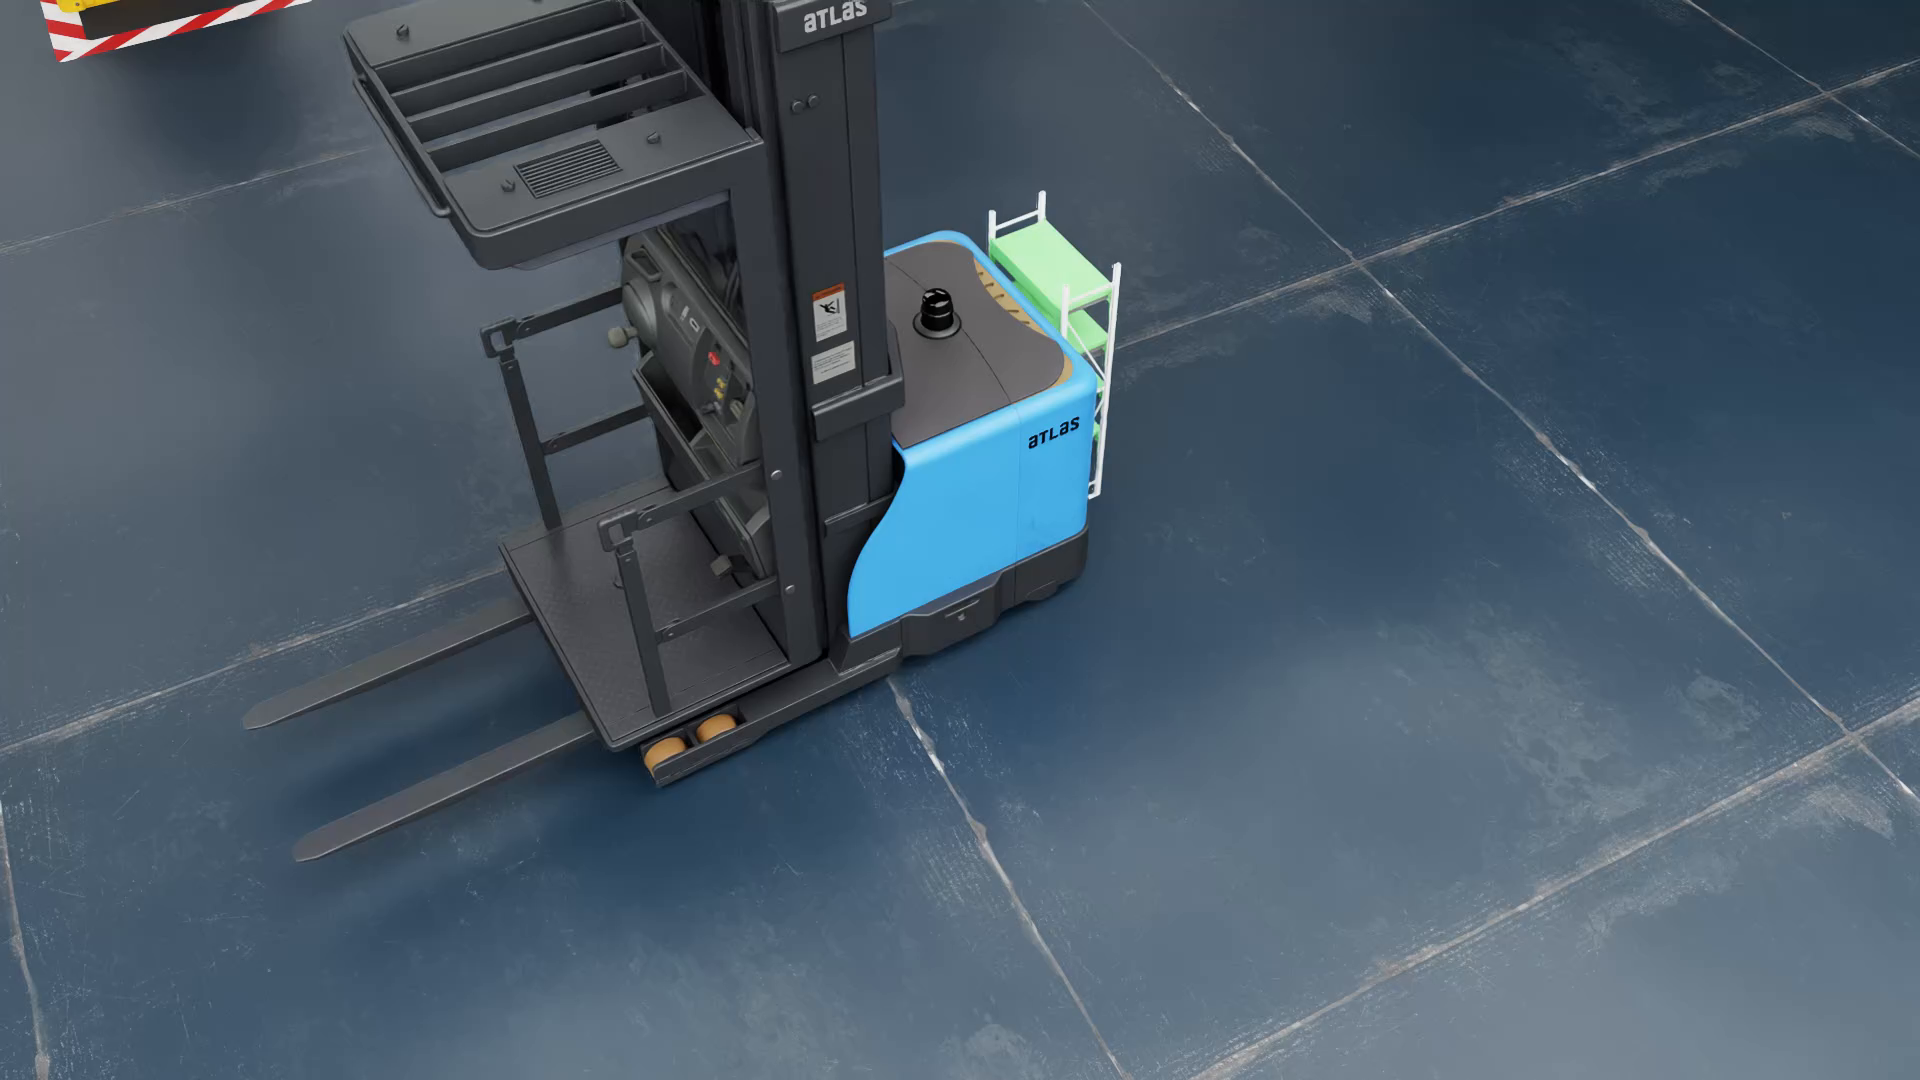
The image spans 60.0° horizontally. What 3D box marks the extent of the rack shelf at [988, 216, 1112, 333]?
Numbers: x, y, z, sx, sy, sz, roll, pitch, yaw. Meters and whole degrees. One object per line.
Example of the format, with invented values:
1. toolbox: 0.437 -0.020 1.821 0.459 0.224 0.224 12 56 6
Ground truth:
1. rack shelf: 0.339 -0.970 6.141 0.258 0.148 0.480 -25 53 -20

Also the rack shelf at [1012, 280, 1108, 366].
1. rack shelf: 0.339 -0.812 6.322 0.258 0.148 0.480 -25 53 -20

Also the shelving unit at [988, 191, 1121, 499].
1. shelving unit: 0.339 -0.696 6.454 0.258 1.200 0.503 -25 53 -20

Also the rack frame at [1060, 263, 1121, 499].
1. rack frame: 0.466 -0.539 6.317 0.240 1.200 0.015 -25 53 -20

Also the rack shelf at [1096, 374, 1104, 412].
1. rack shelf: 0.339 -0.654 6.502 0.258 0.148 0.480 -25 53 -20

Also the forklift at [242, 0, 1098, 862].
1. forklift: -1.038 -0.566 5.191 3.031 2.935 1.130 -24 53 -20

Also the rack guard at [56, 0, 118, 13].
1. rack guard: -4.515 -3.378 9.265 1.175 0.500 0.348 -21 52 -18

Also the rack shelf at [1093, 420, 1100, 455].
1. rack shelf: 0.339 -0.496 6.683 0.258 0.148 0.480 -25 53 -20

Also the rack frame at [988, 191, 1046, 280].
1. rack frame: 0.212 -0.853 6.591 0.240 1.200 0.015 -25 53 -20
